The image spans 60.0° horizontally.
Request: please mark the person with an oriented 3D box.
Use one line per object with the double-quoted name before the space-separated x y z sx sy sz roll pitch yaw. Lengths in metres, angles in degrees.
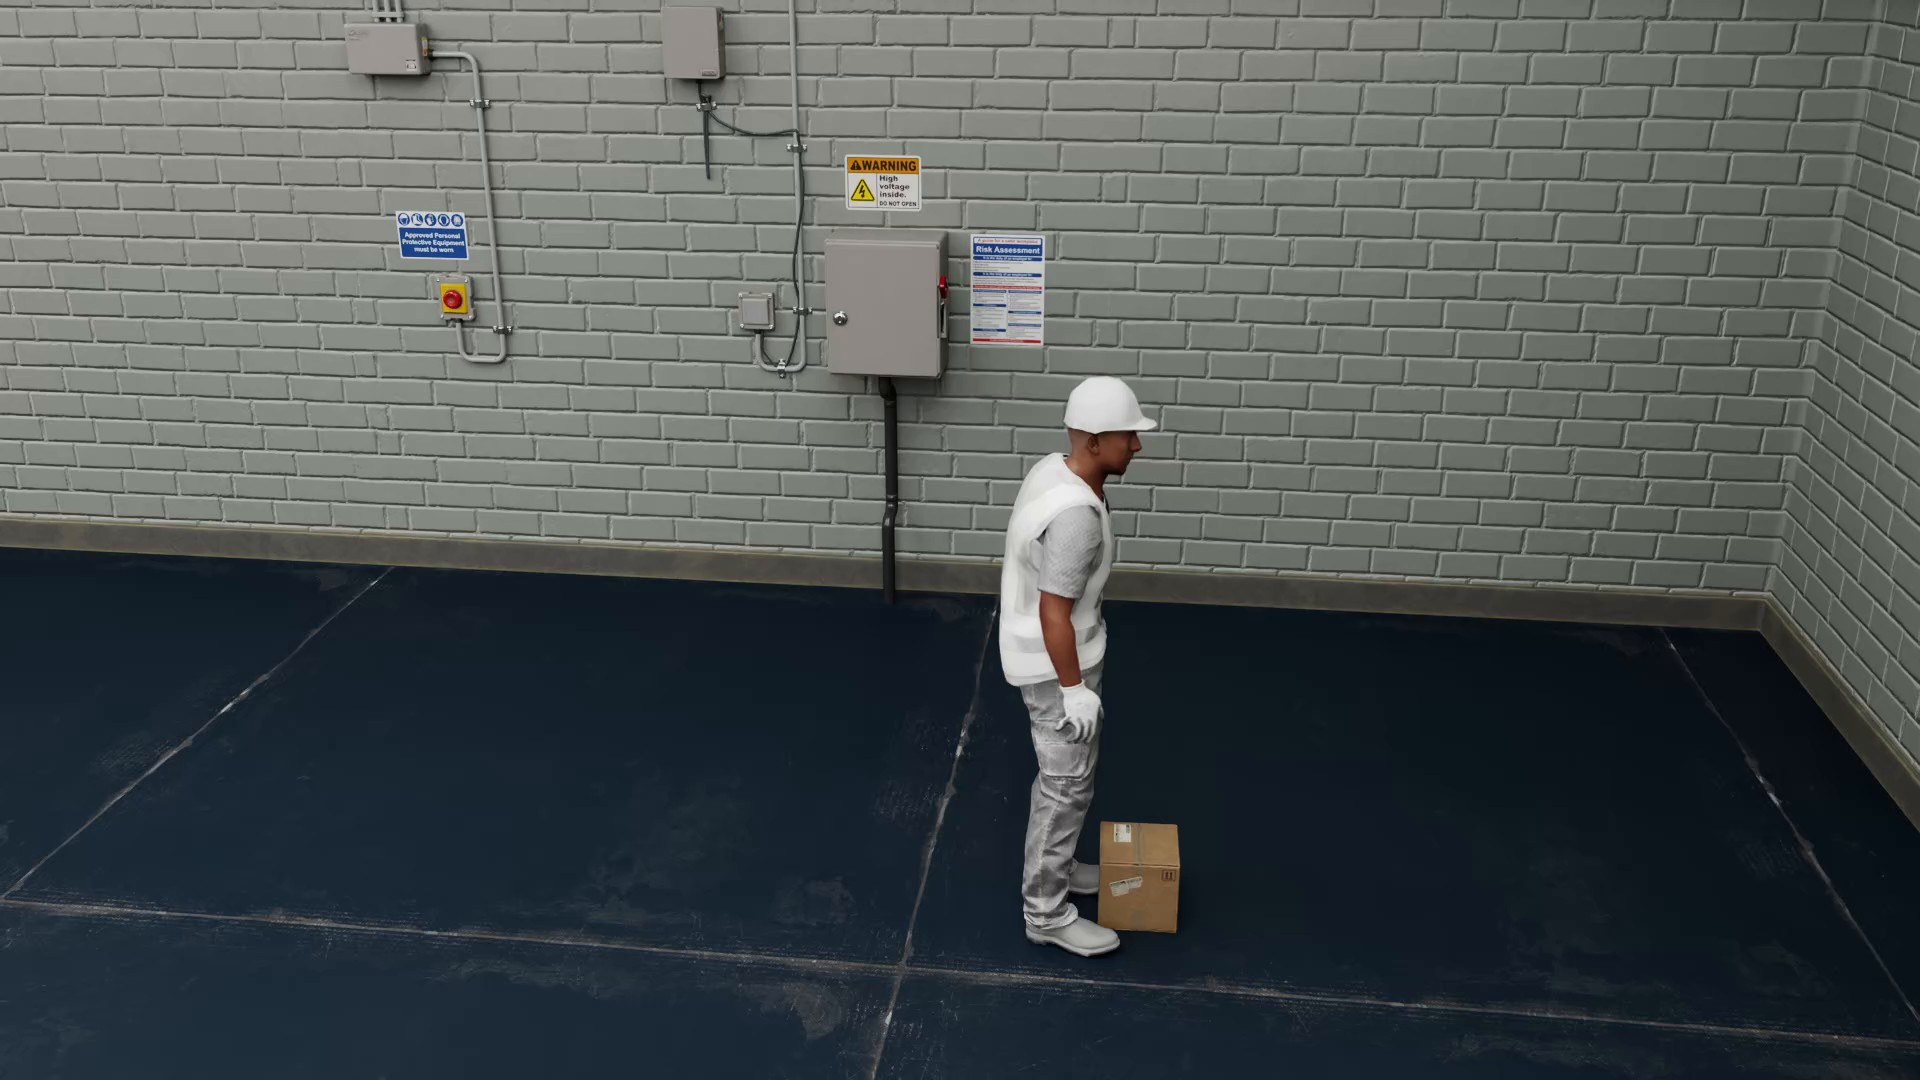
"person" 0.348 0.368 5.106 0.453 1.774 0.629 2 21 5
